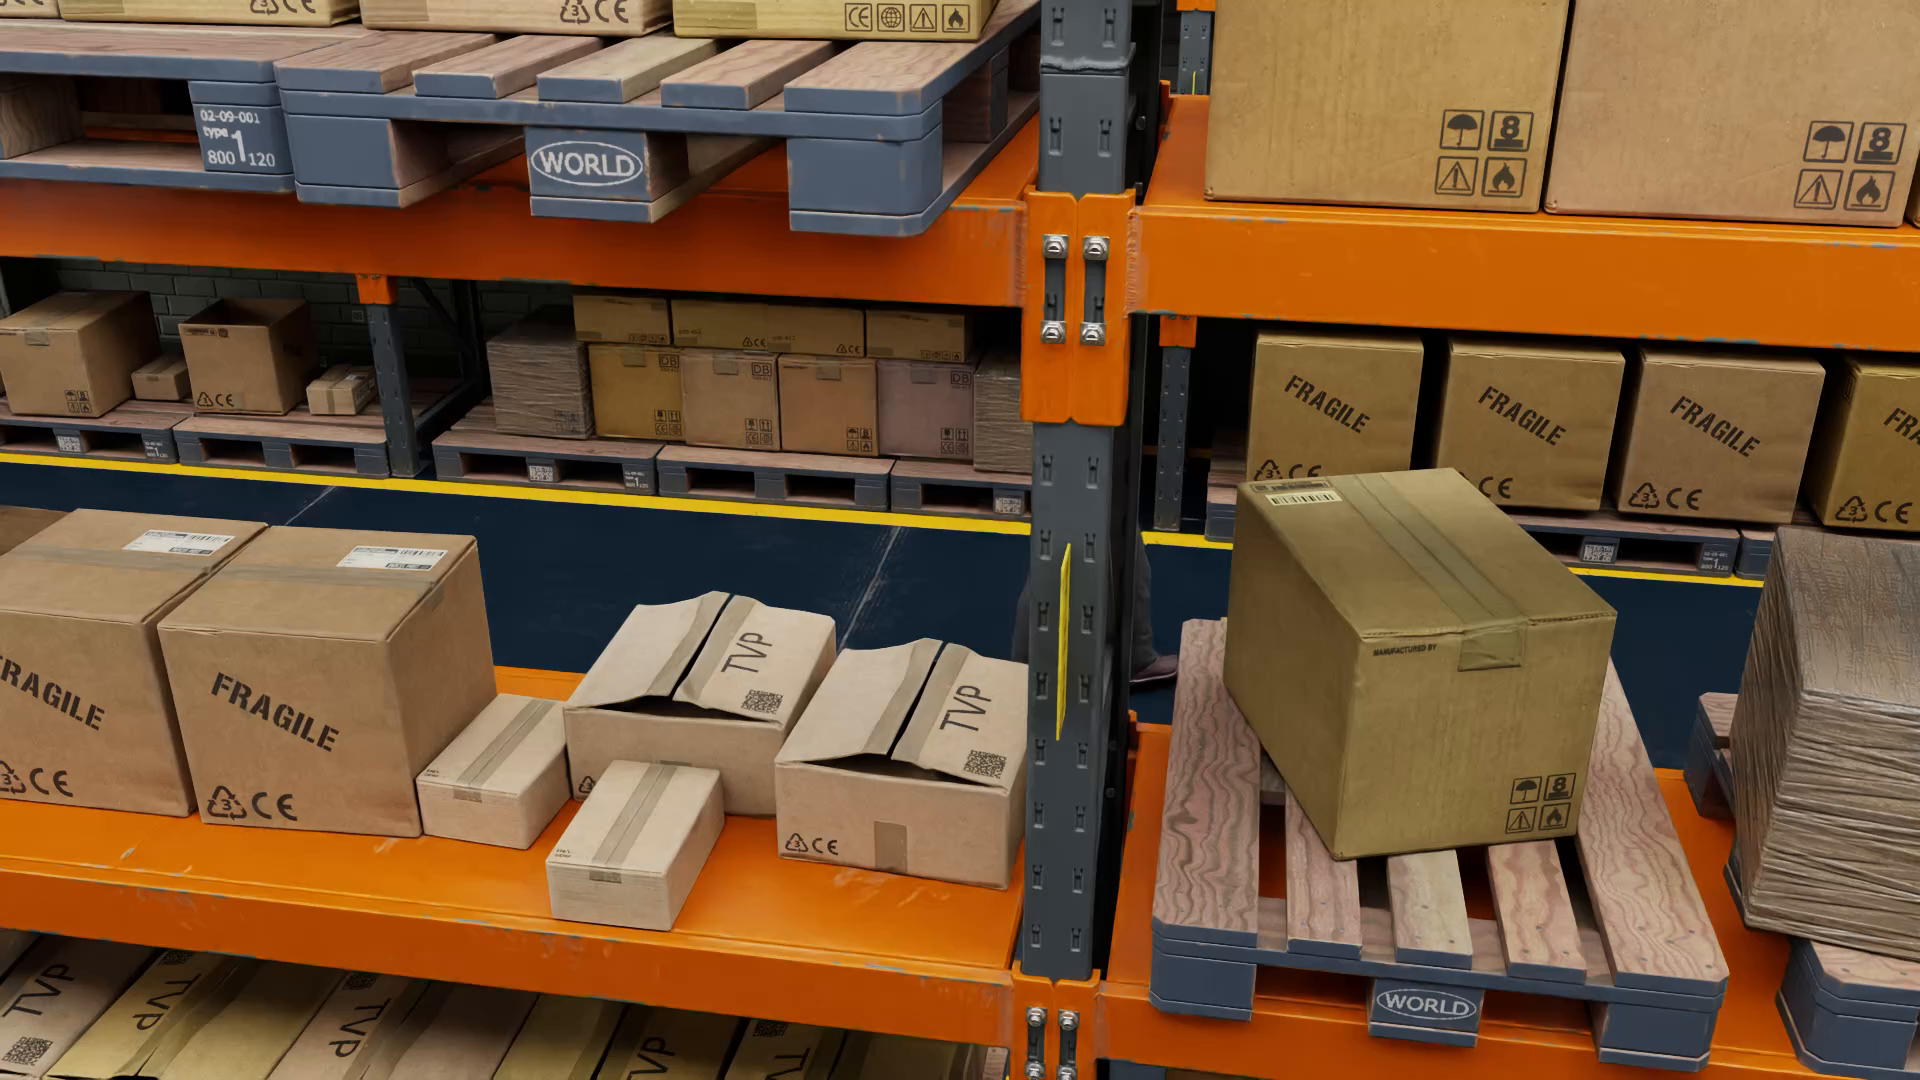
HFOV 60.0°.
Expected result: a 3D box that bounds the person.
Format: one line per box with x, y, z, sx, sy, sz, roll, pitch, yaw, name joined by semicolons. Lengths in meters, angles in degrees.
0.531;-0.194;6.496;0.651;1.645;0.529;-18;31;-34;person
